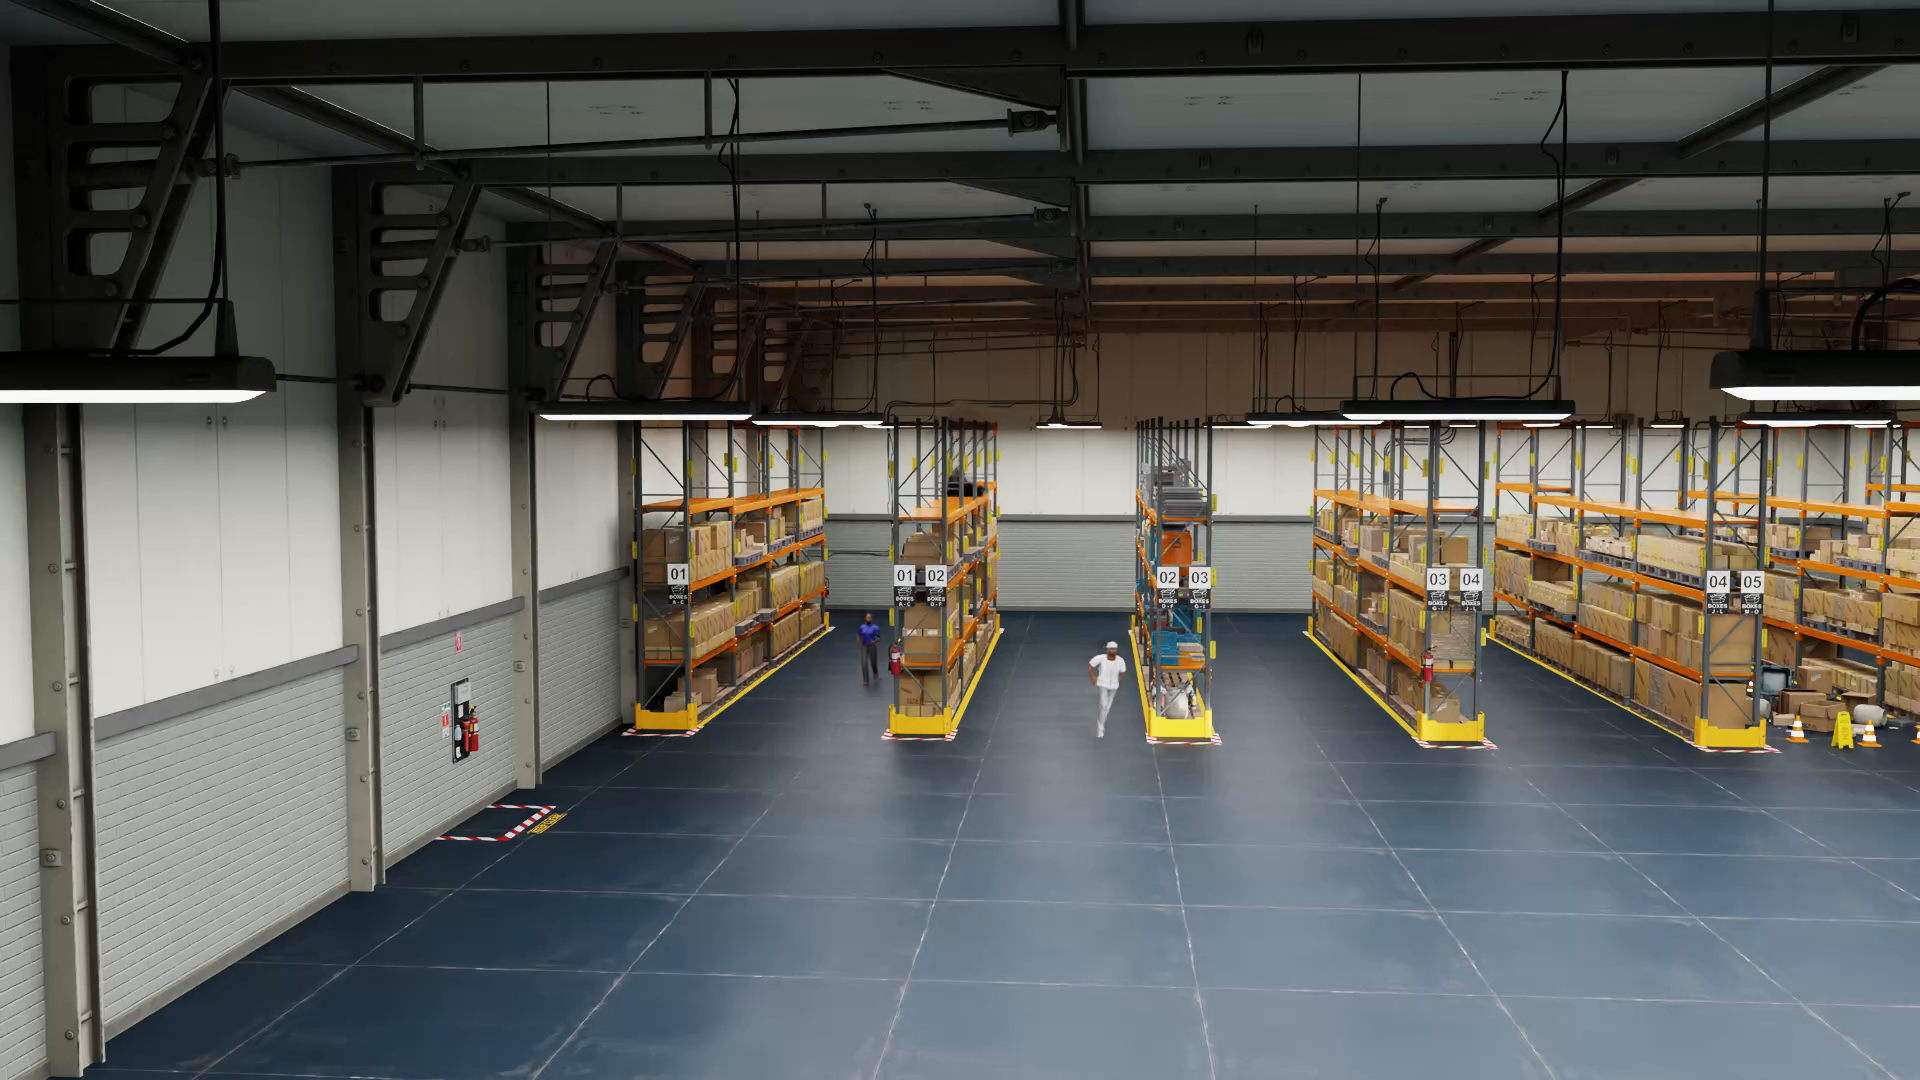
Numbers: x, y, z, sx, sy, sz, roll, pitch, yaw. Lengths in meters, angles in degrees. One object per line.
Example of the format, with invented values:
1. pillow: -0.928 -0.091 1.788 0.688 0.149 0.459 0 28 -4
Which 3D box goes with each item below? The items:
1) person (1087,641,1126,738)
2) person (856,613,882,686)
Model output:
1. person: 2.802 2.812 31.463 0.696 1.813 0.788 -1 4 -15
2. person: -2.062 2.506 37.572 0.597 1.530 0.766 0 4 7
